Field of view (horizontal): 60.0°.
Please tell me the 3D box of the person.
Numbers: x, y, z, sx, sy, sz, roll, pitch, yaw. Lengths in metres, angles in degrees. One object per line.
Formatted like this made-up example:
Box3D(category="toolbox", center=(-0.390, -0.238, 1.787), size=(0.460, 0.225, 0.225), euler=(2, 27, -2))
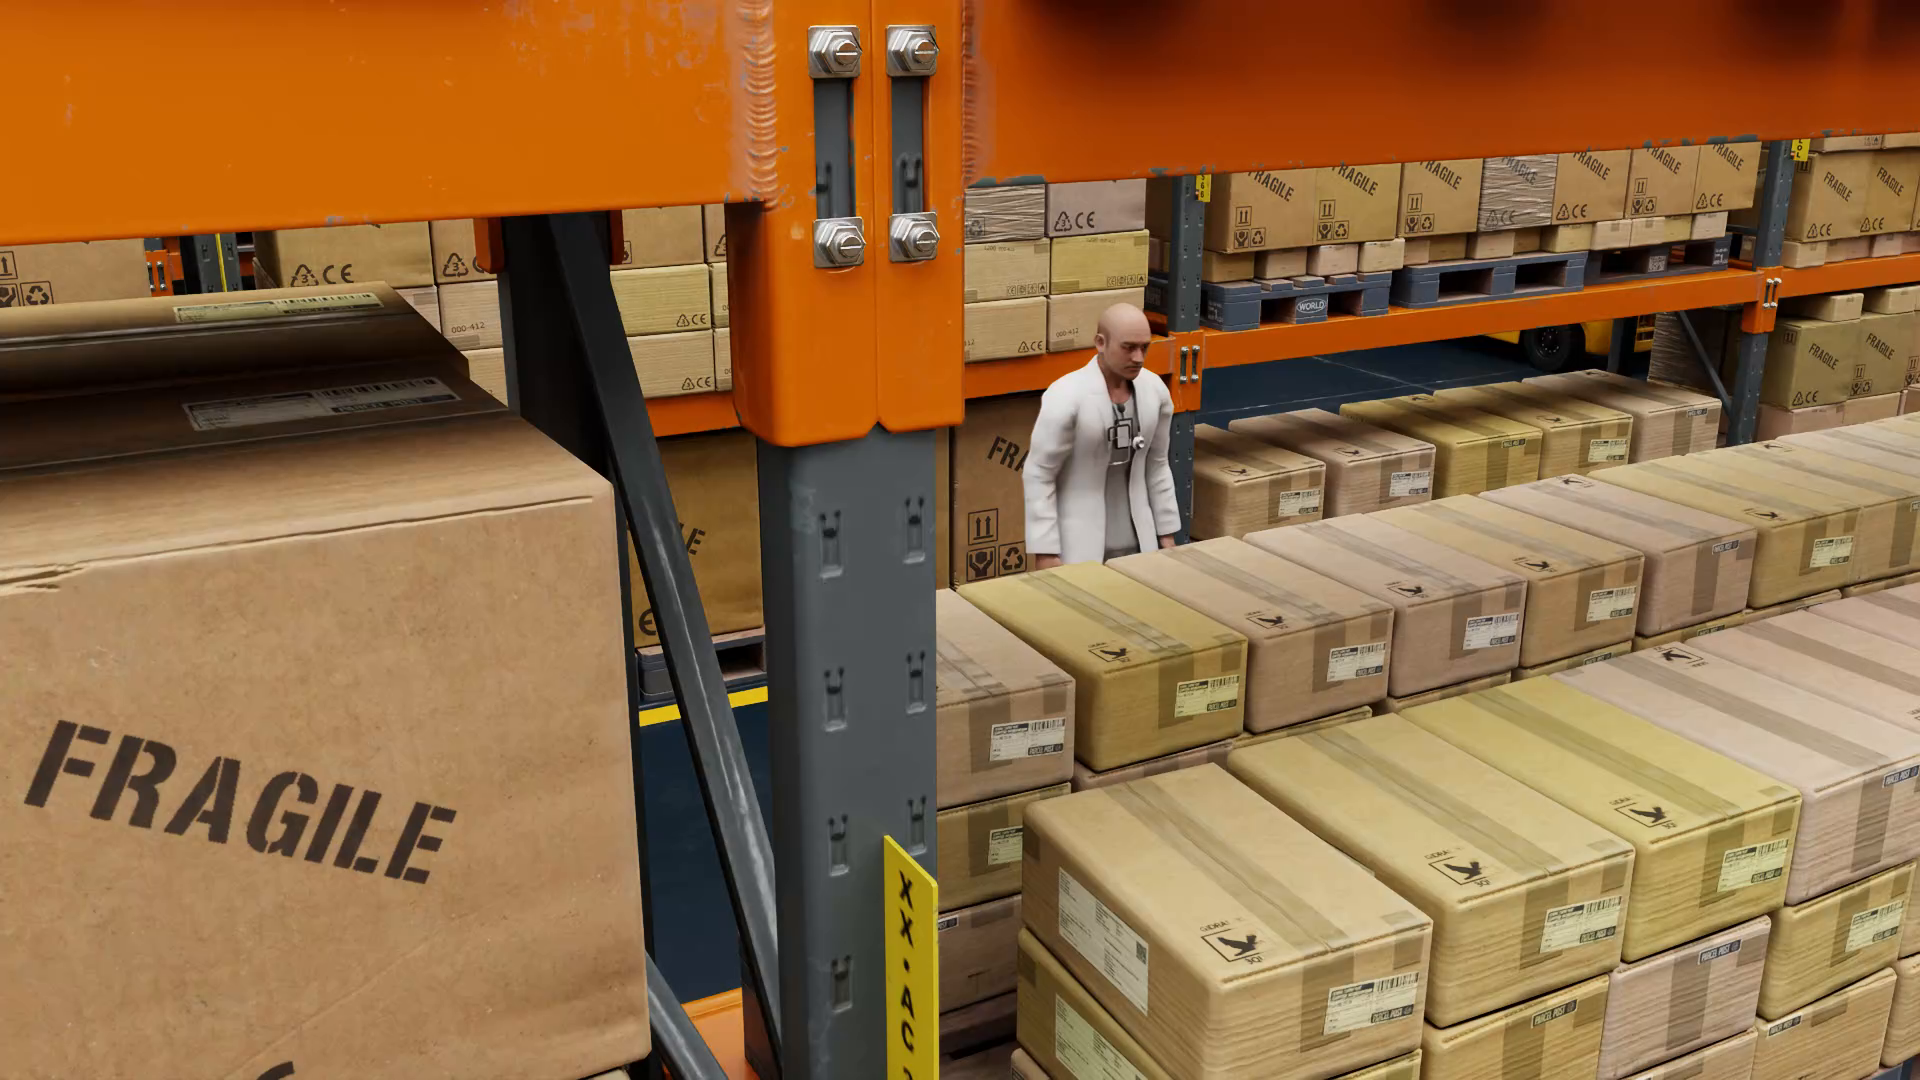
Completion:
Box3D(category="person", center=(0.520, 0.019, 6.024), size=(0.646, 1.774, 0.418), euler=(-10, 21, -27))
